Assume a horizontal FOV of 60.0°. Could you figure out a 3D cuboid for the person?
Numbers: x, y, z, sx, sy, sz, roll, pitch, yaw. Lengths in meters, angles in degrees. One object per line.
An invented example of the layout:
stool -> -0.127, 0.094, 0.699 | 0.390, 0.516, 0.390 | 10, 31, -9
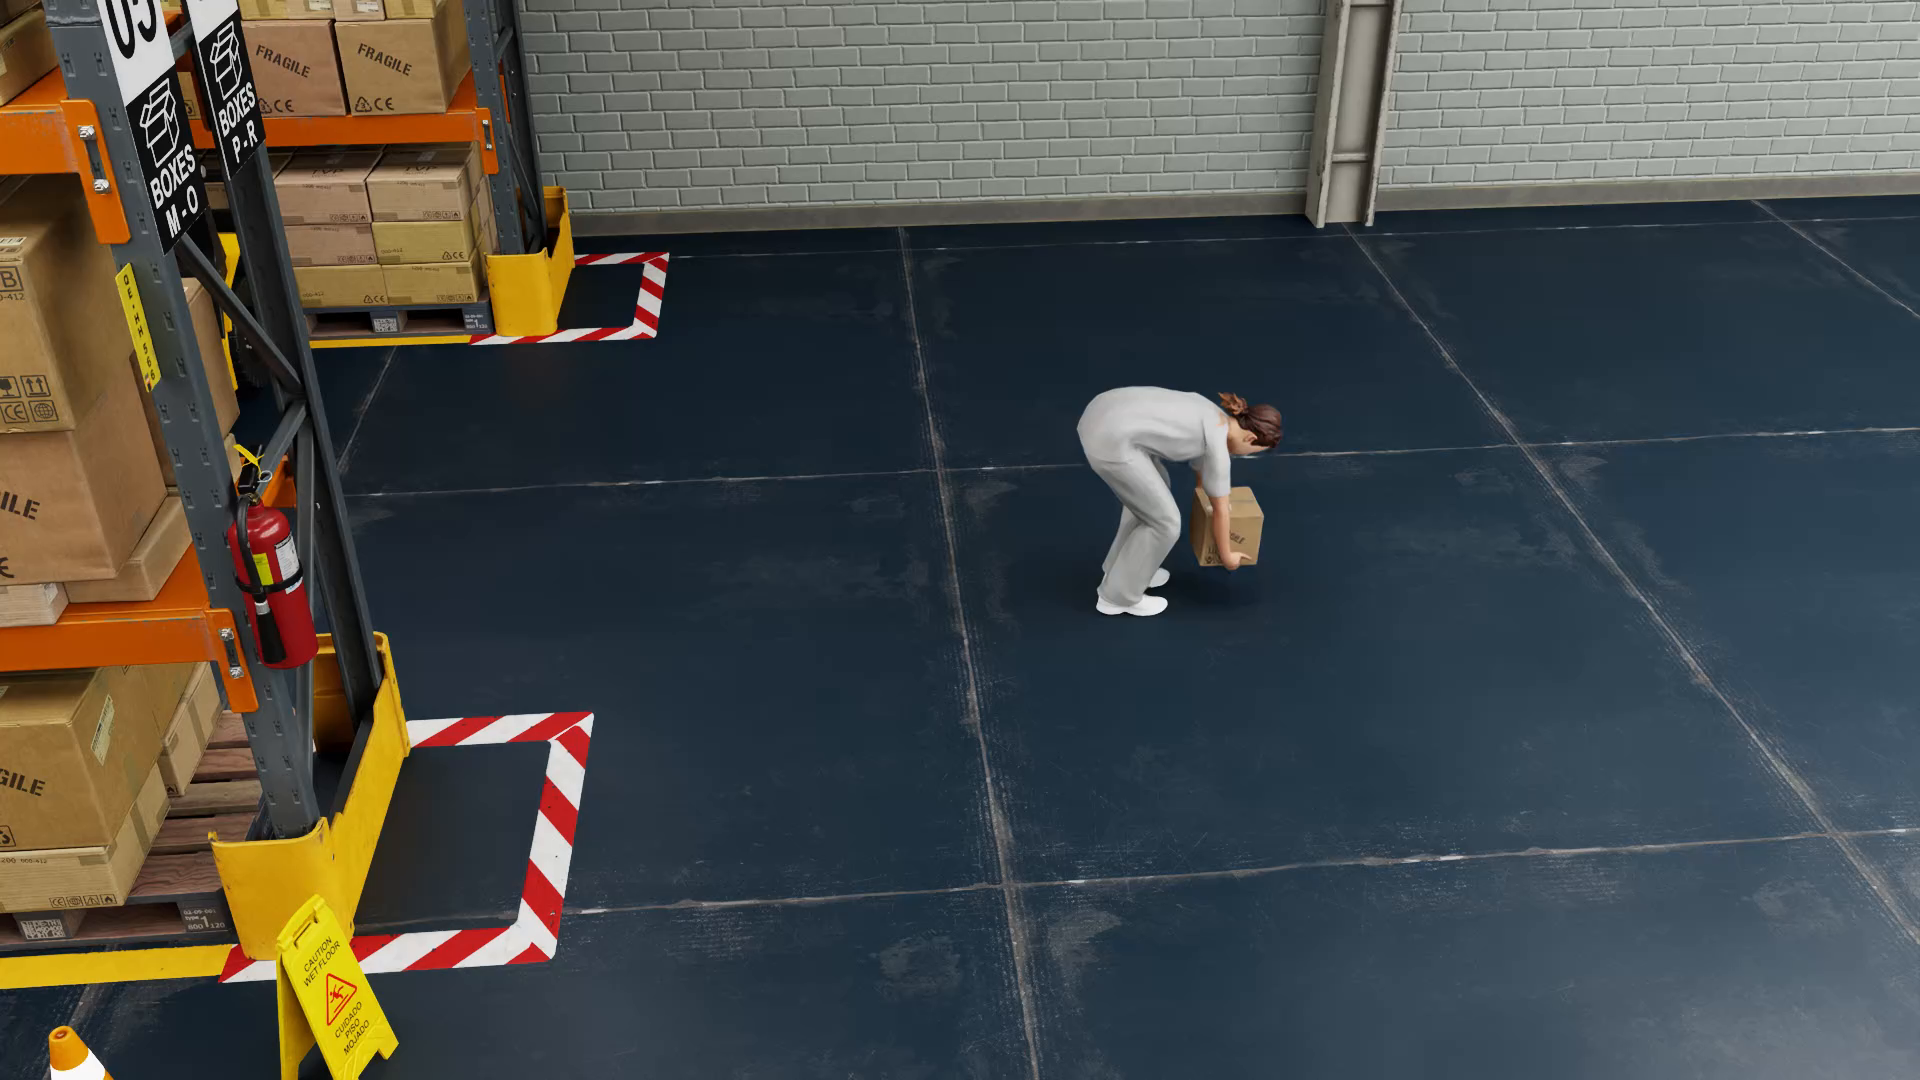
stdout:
person -> 0.925, -0.187, 7.096 | 0.866, 0.998, 0.435 | -4, 31, -7
